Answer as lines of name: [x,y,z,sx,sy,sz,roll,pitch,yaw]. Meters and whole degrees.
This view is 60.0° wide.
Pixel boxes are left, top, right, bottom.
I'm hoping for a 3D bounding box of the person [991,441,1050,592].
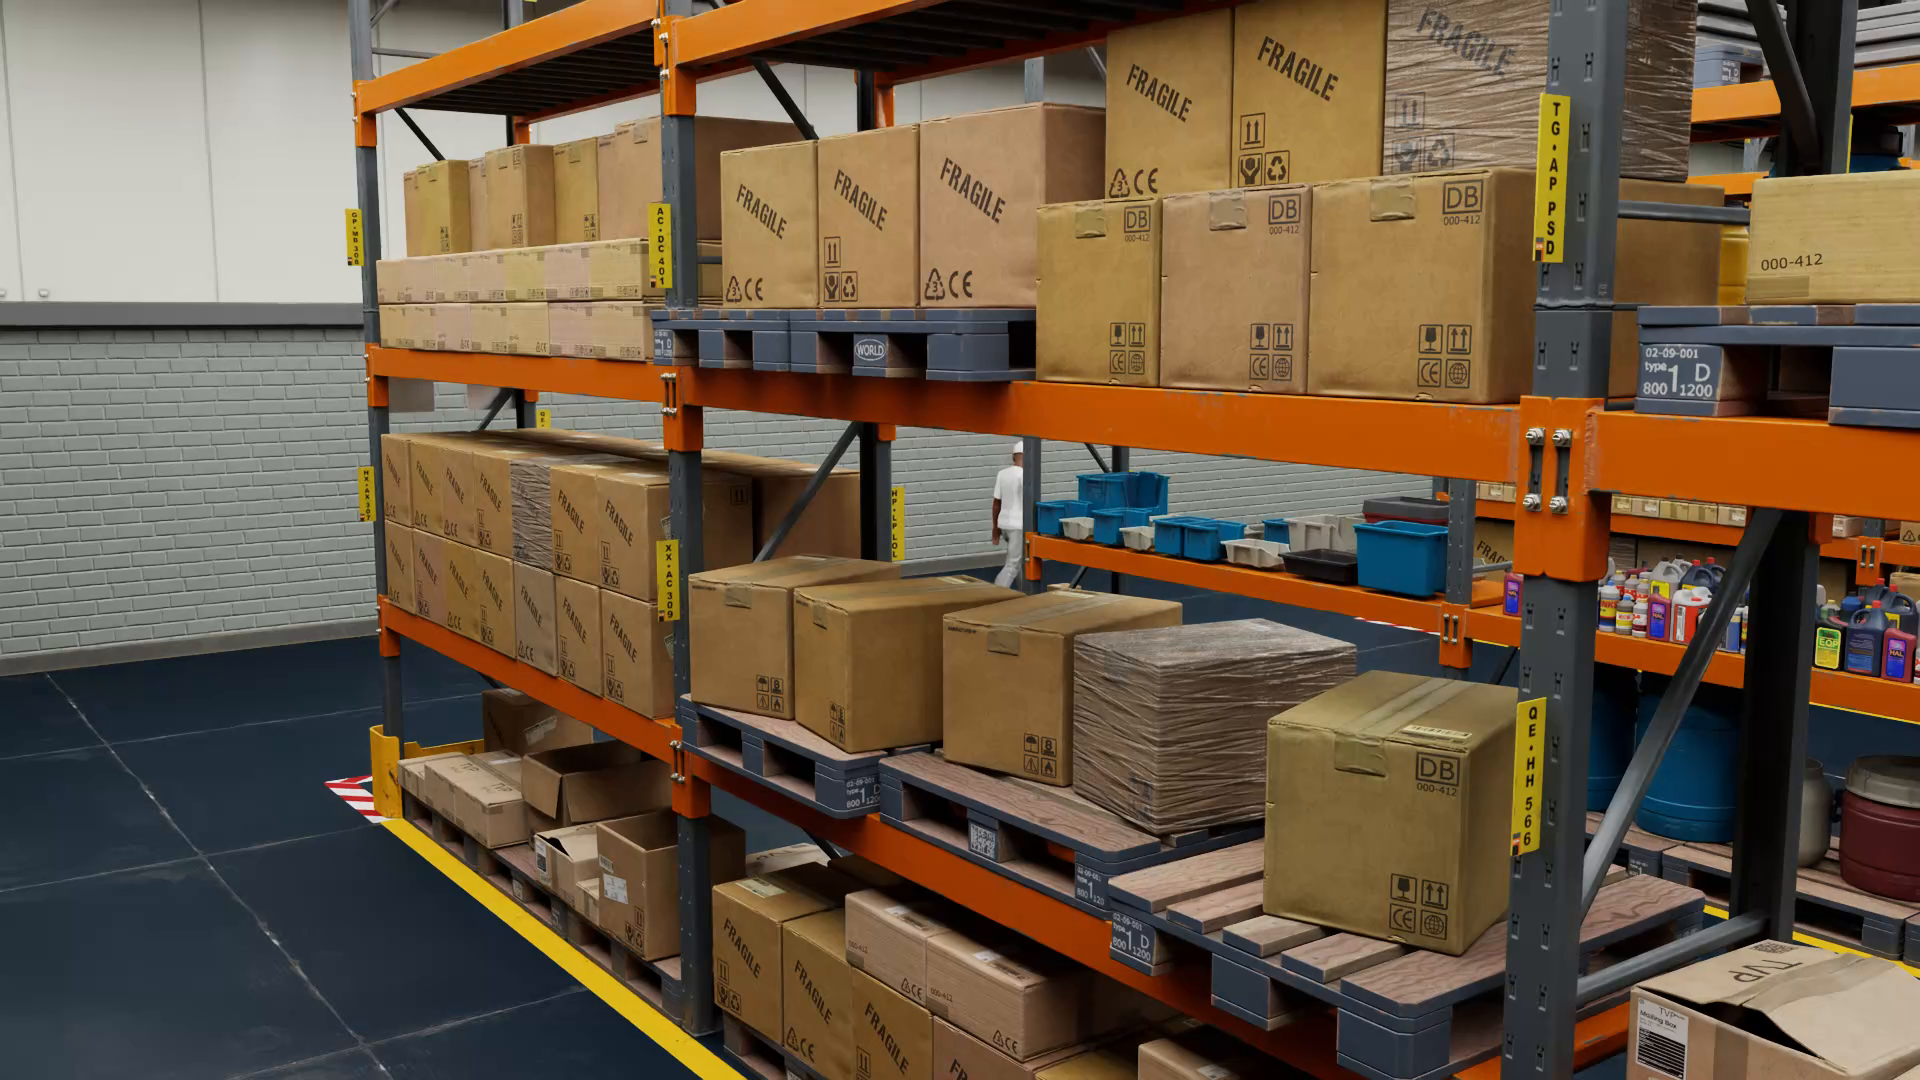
person: [0.605,-0.109,16.572,0.934,1.740,0.673,-4,9,-28]
